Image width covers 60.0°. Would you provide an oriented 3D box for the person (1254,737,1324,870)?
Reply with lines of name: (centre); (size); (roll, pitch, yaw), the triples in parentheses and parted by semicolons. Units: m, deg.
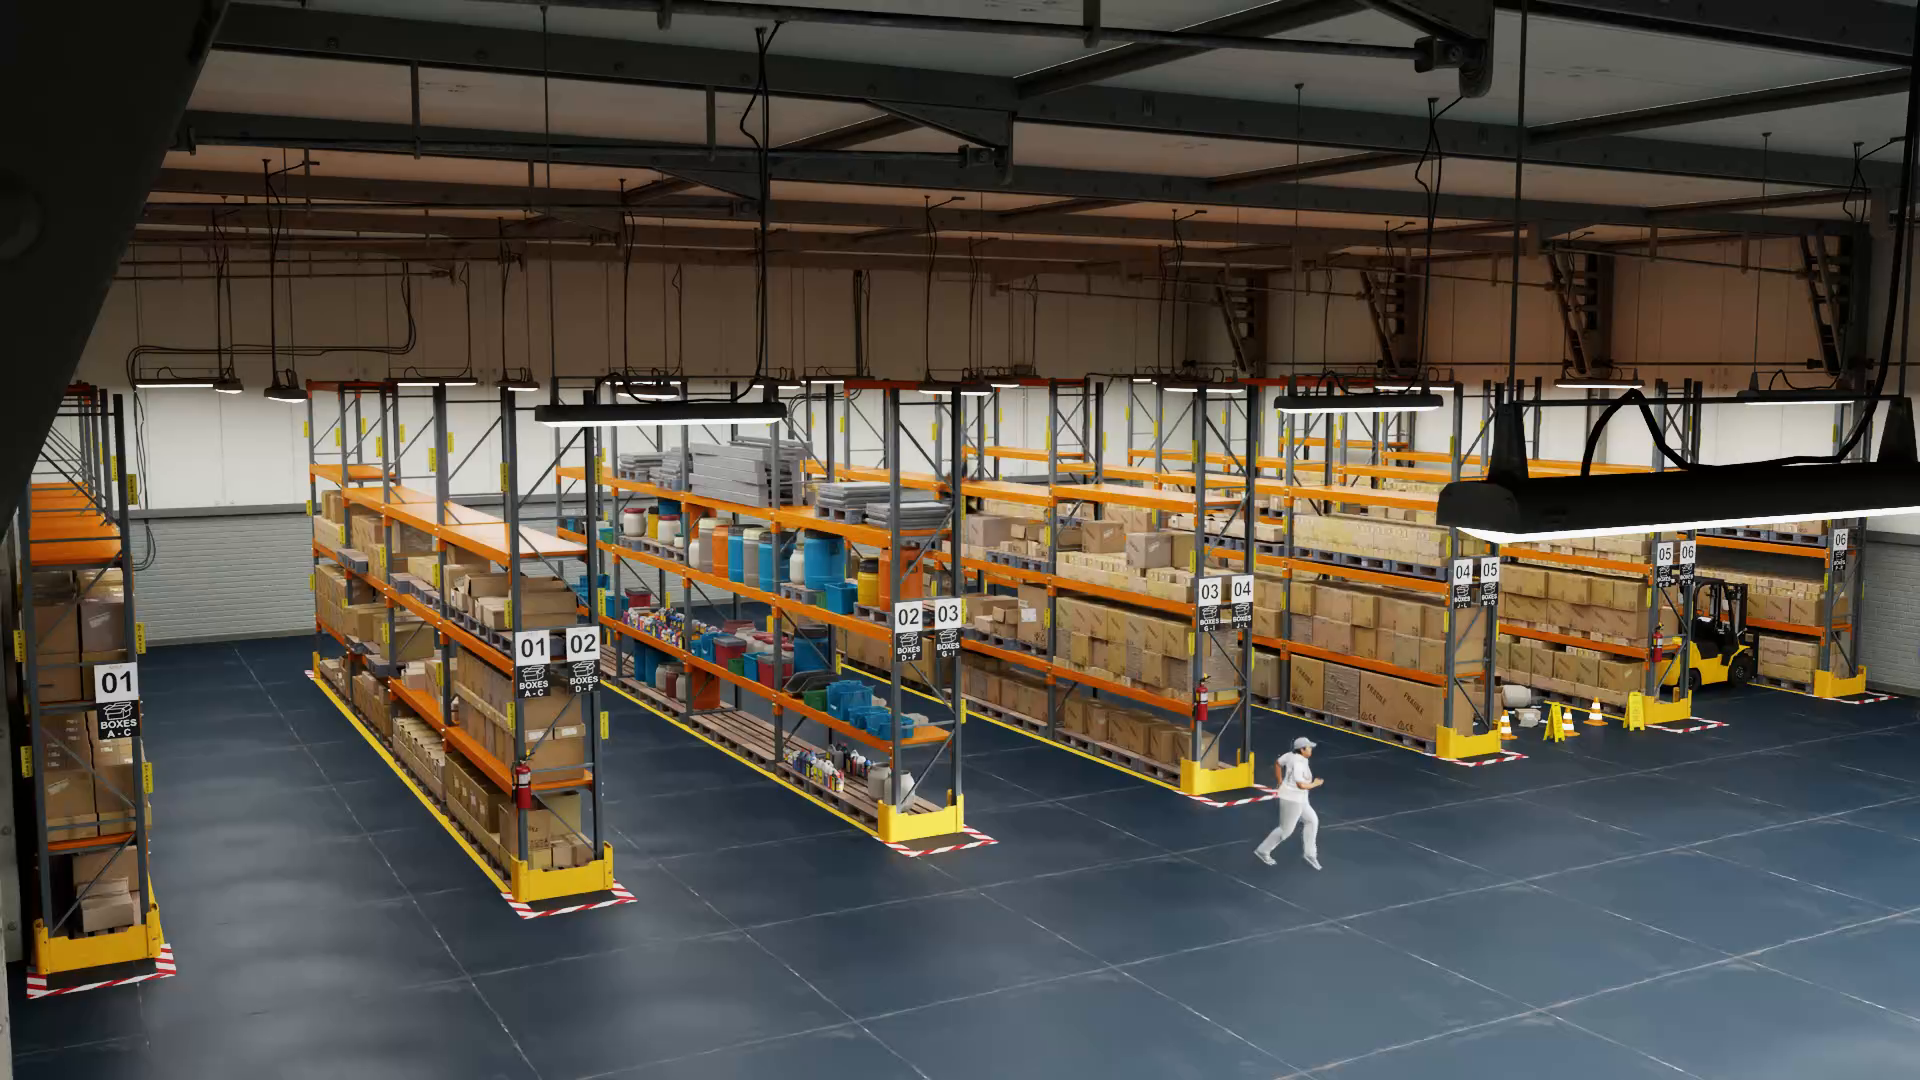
person: (4.128, 3.308, 20.836); (0.854, 1.712, 0.627); (1, 6, 5)
